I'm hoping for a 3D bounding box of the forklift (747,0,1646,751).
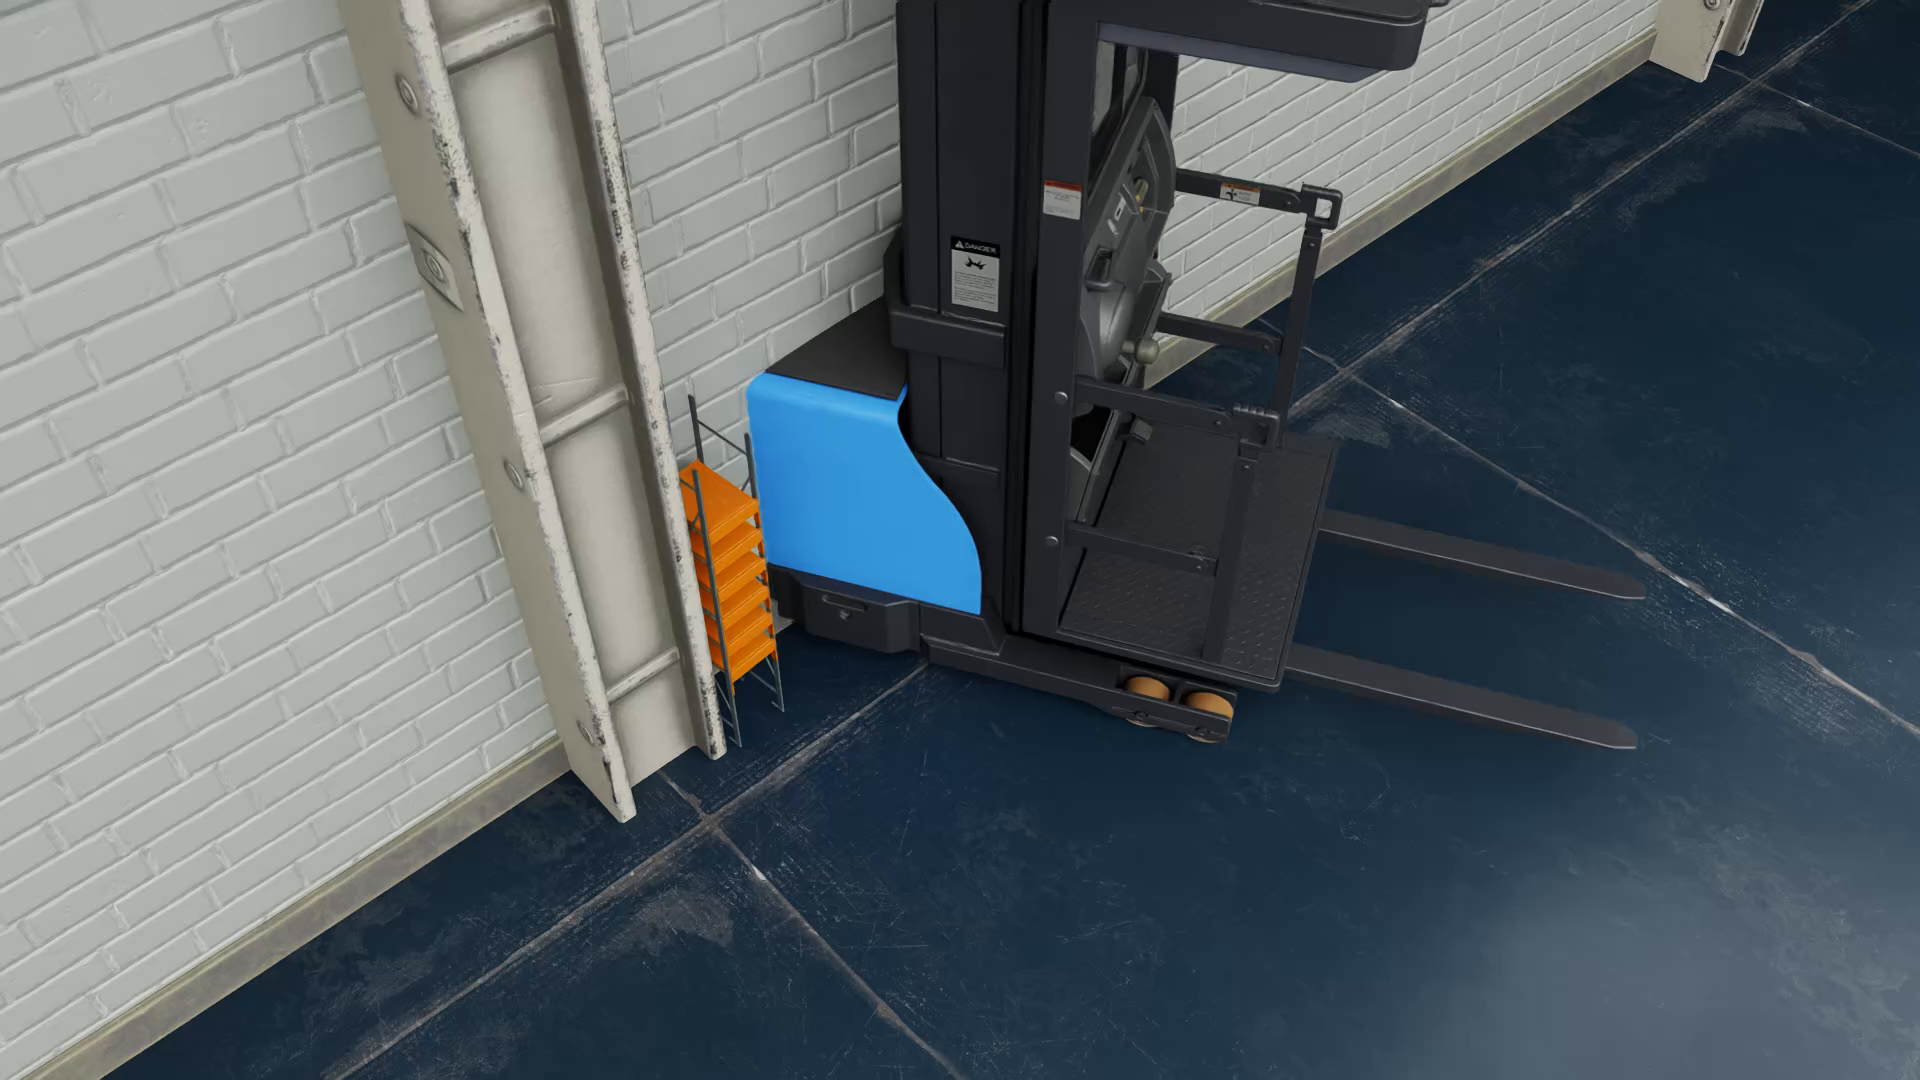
[{"bbox_3d":[0.649,-0.806,4.500,3.031,2.935,1.130,13,49,12],"label":"forklift"}]

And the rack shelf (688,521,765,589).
[{"bbox_3d":[-0.704,-0.008,4.674,0.258,0.103,0.180,33,55,27],"label":"rack shelf"}]

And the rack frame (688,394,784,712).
[{"bbox_3d":[-0.644,0.076,4.864,0.240,1.200,0.006,33,55,27],"label":"rack frame"}]

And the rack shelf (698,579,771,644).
[{"bbox_3d":[-0.705,0.156,4.850,0.258,0.103,0.180,33,55,27],"label":"rack shelf"}]

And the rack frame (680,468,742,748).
[{"bbox_3d":[-0.766,0.175,4.771,0.240,1.200,0.006,33,55,27],"label":"rack frame"}]

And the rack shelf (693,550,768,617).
[{"bbox_3d":[-0.704,0.074,4.762,0.258,0.103,0.180,33,55,27],"label":"rack shelf"}]

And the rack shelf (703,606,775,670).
[{"bbox_3d":[-0.705,0.237,4.938,0.258,0.103,0.180,33,55,27],"label":"rack shelf"}]

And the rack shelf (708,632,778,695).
[{"bbox_3d":[-0.706,0.319,5.026,0.258,0.103,0.180,33,55,27],"label":"rack shelf"}]

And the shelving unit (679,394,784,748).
[{"bbox_3d":[-0.705,0.125,4.817,0.258,1.200,0.189,33,55,27],"label":"shelving unit"}]

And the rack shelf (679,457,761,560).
[{"bbox_3d":[-0.704,-0.090,4.586,0.258,0.103,0.180,33,55,27],"label":"rack shelf"}]

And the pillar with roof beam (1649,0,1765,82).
[{"bbox_3d":[6.368,-3.010,2.405,0.400,9.000,9.100,-34,56,-27],"label":"pillar with roof beam"}]
